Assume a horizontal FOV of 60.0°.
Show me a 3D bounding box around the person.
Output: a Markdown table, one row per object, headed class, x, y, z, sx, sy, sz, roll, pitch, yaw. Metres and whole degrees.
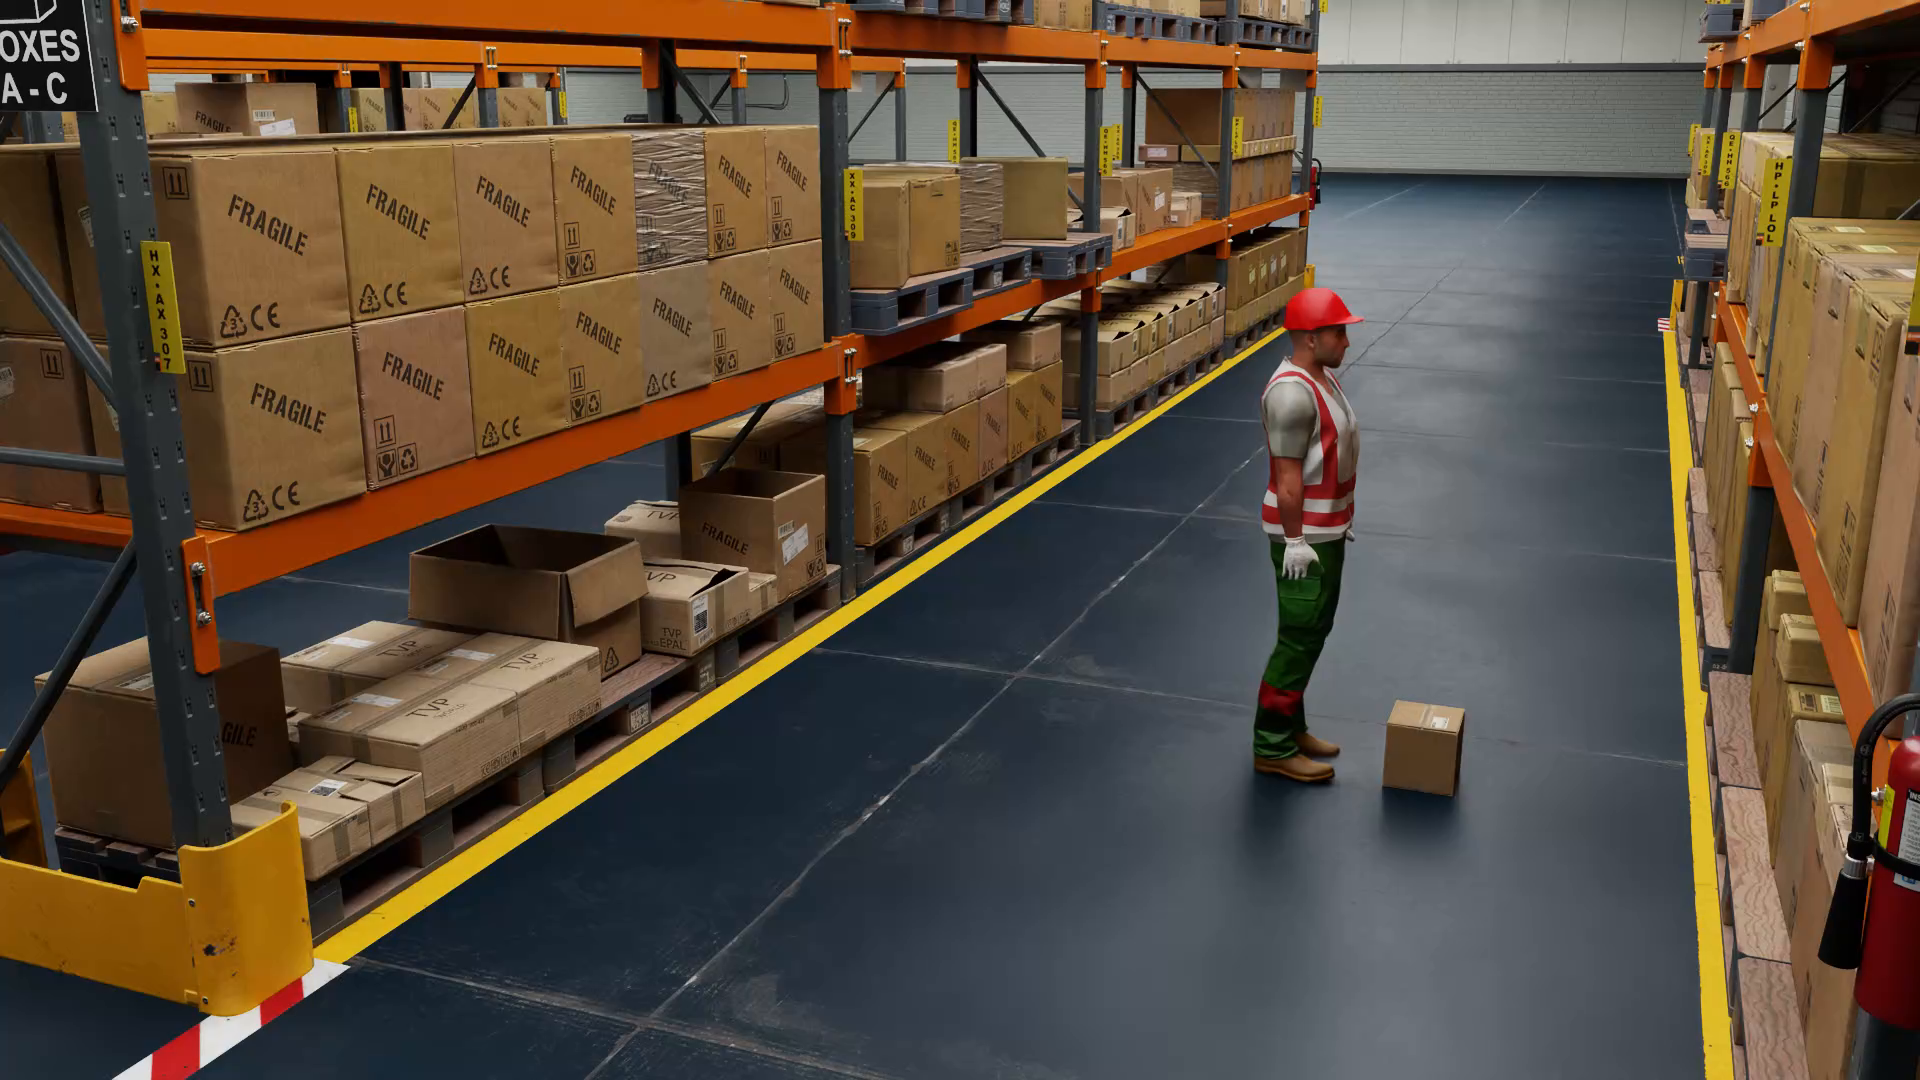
| class | x | y | z | sx | sy | sz | roll | pitch | yaw |
| --- | --- | --- | --- | --- | --- | --- | --- | --- | --- |
| person | 1.272 | -0.017 | 6.072 | 0.346 | 1.799 | 0.525 | 6 | 16 | 22 |
